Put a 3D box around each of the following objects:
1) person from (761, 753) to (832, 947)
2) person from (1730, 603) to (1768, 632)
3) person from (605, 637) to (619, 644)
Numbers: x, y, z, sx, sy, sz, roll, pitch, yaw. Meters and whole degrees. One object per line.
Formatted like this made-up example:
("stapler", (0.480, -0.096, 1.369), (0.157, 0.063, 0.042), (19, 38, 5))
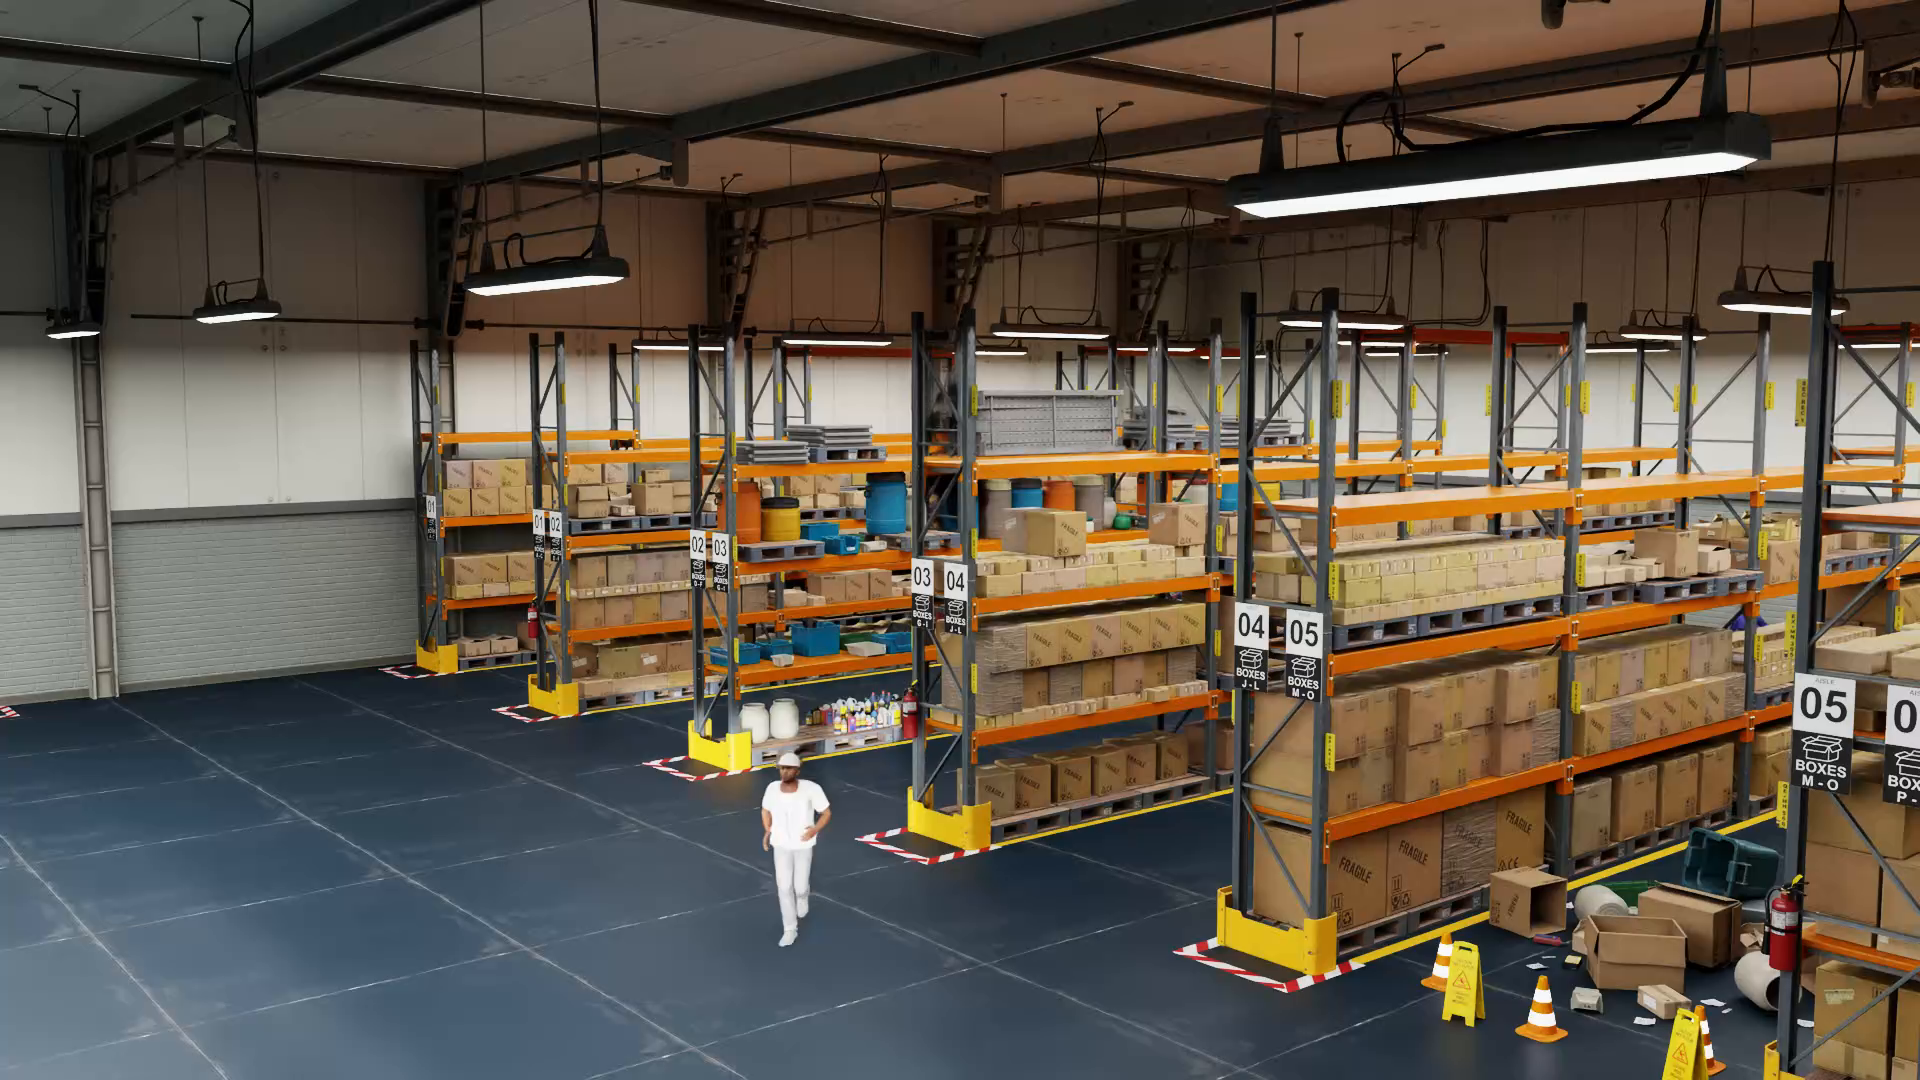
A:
("person", (-1.554, 2.860, 15.631), (0.691, 1.757, 0.770), (1, 5, 8))
("person", (13.259, 1.804, 27.834), (0.733, 1.581, 0.468), (3, 6, 29))
("person", (-5.960, 1.638, 29.093), (0.898, 1.701, 0.736), (-5, 7, -43))
